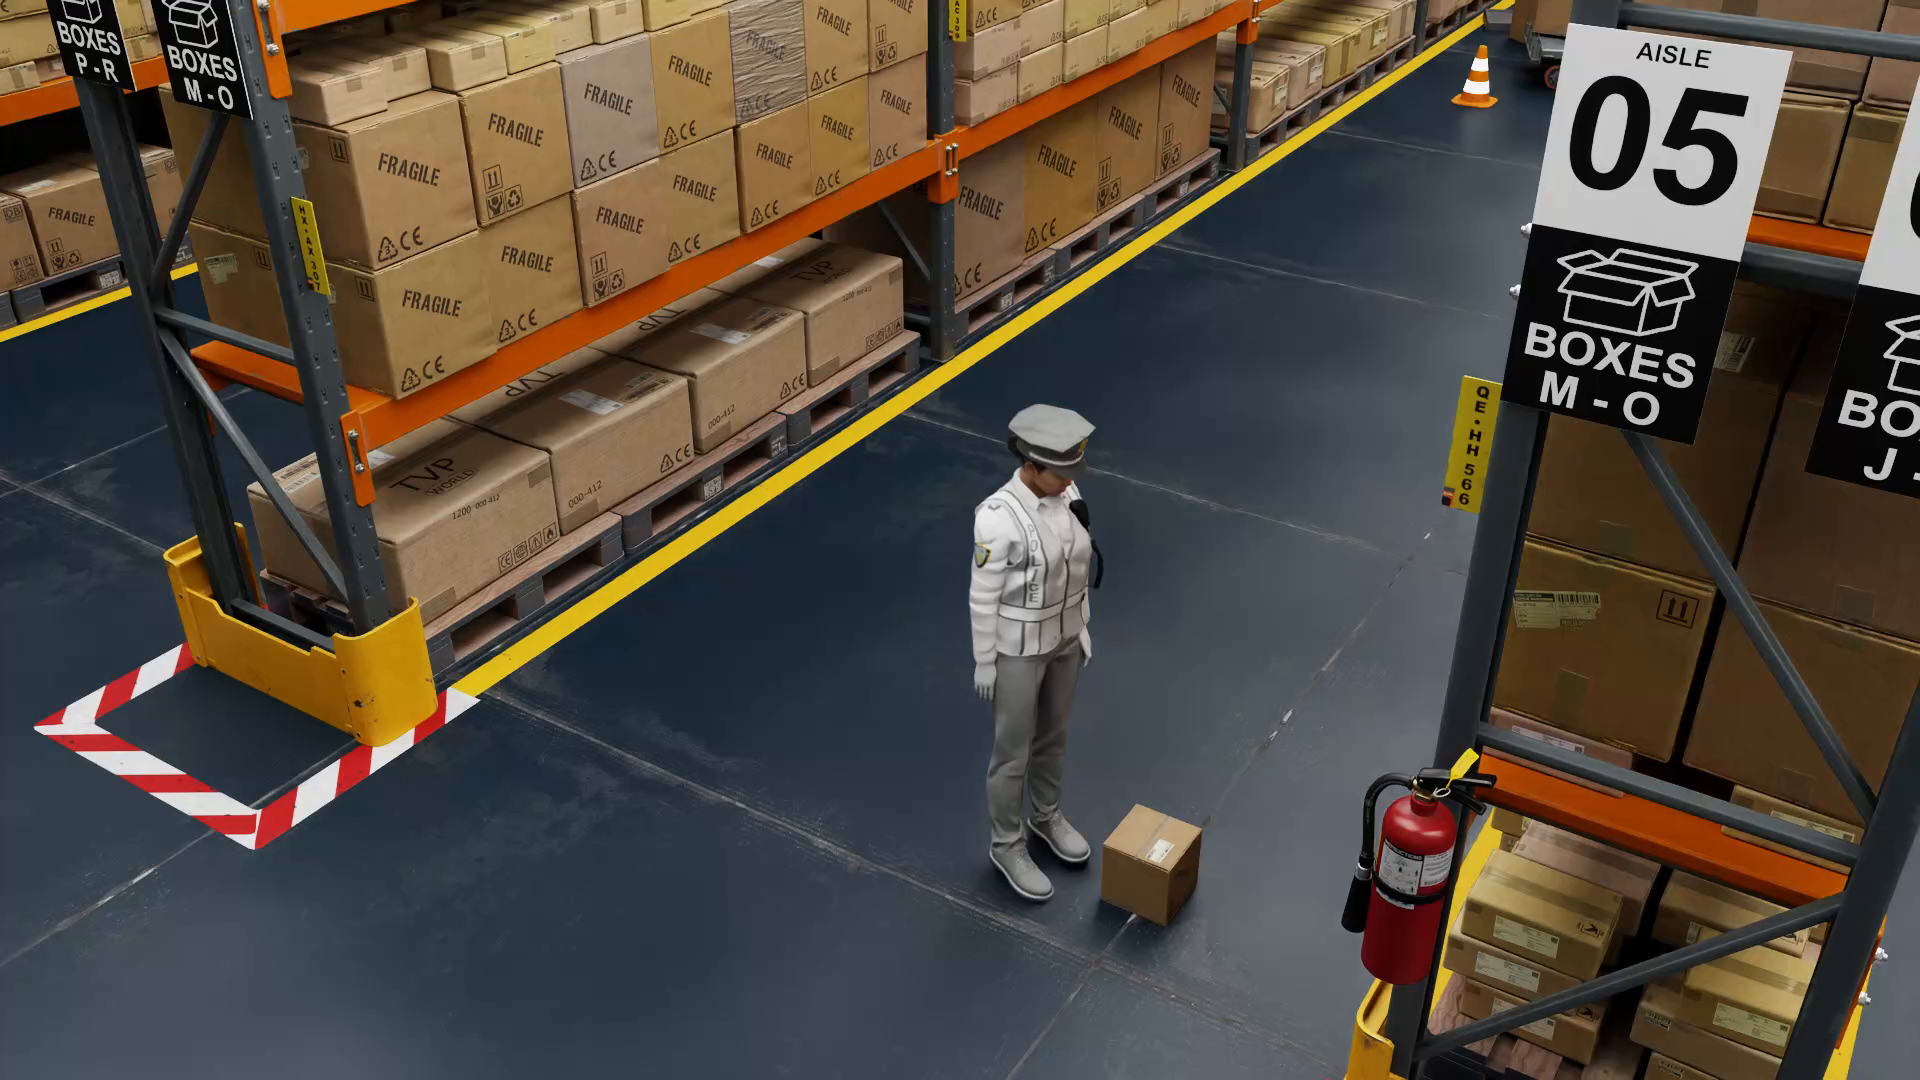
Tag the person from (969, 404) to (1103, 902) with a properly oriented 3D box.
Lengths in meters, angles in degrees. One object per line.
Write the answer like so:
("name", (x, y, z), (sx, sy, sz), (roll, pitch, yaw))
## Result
("person", (0.288, 0.363, 5.484), (0.411, 1.680, 0.500), (25, 39, 36))
